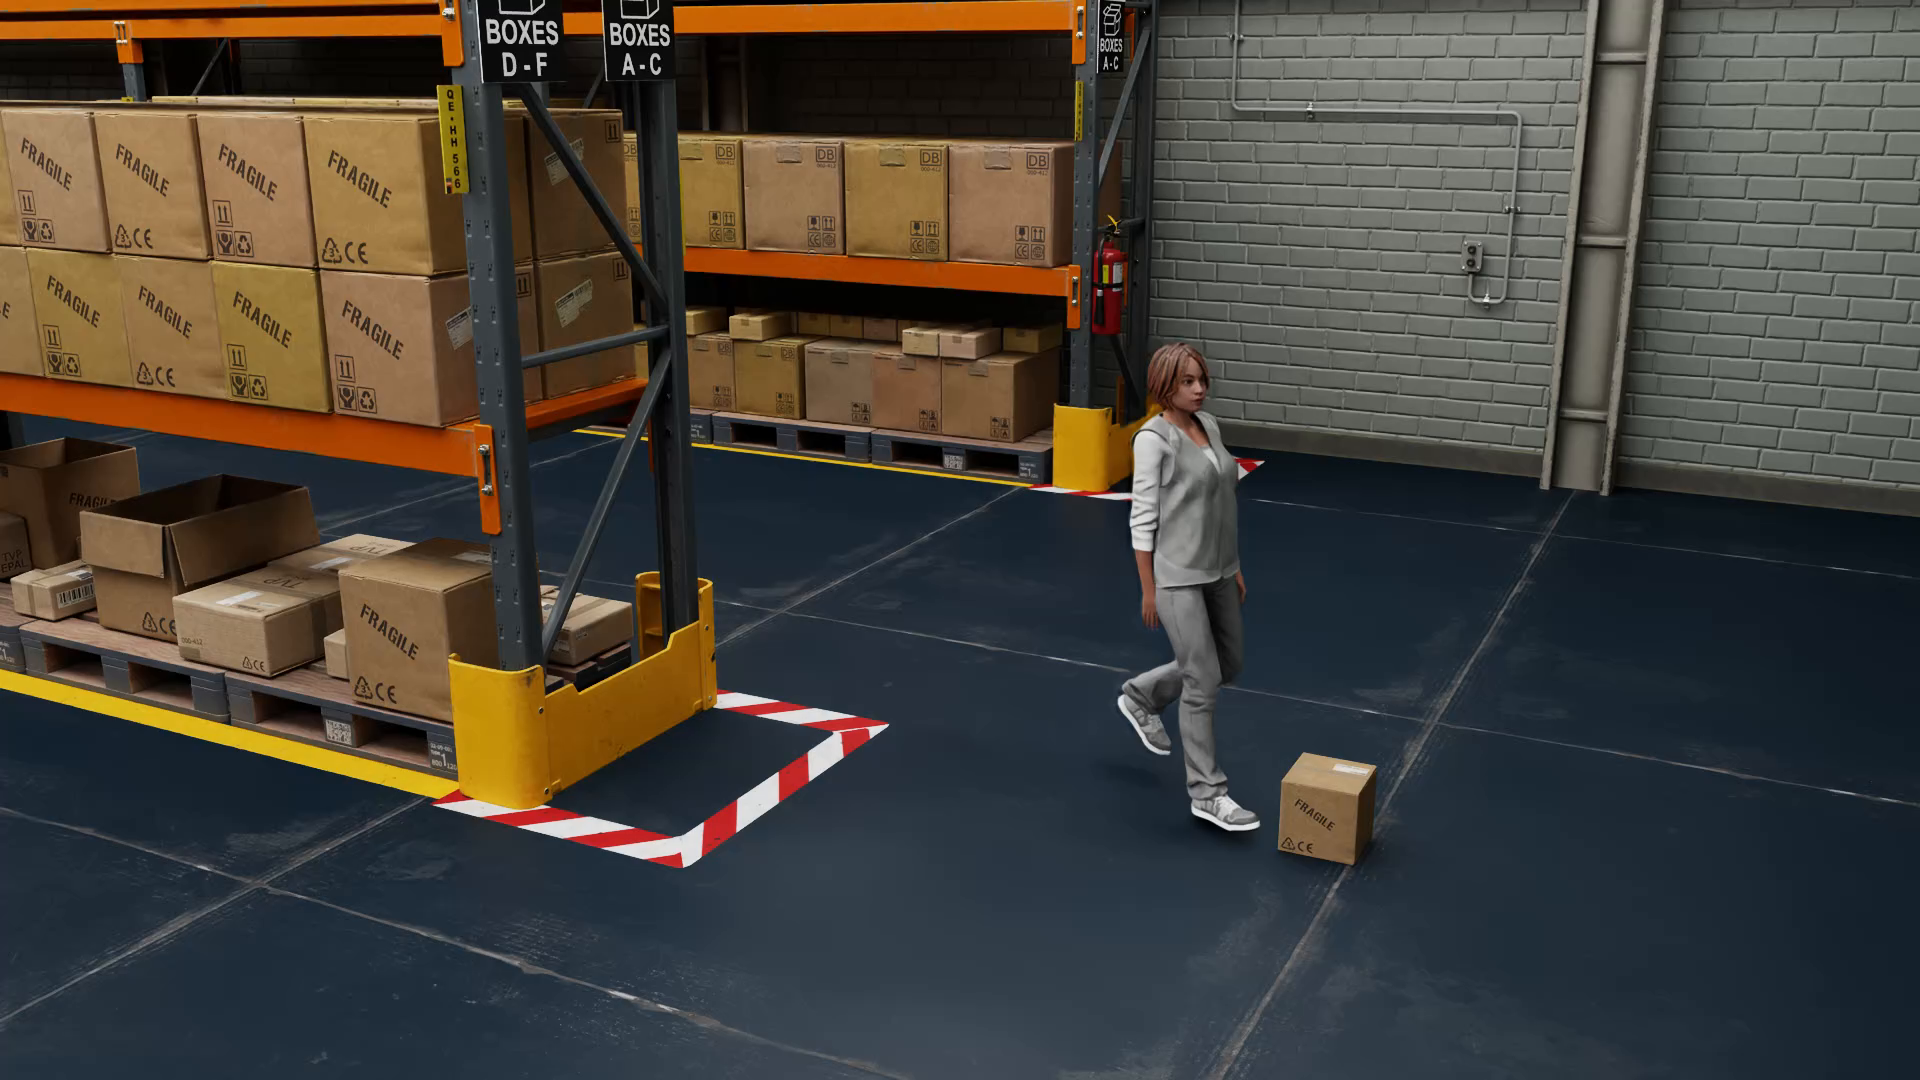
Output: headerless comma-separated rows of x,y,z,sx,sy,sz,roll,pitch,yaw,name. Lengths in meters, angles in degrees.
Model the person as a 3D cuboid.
0.771,0.130,5.546,0.718,1.577,0.424,14,21,39,person
